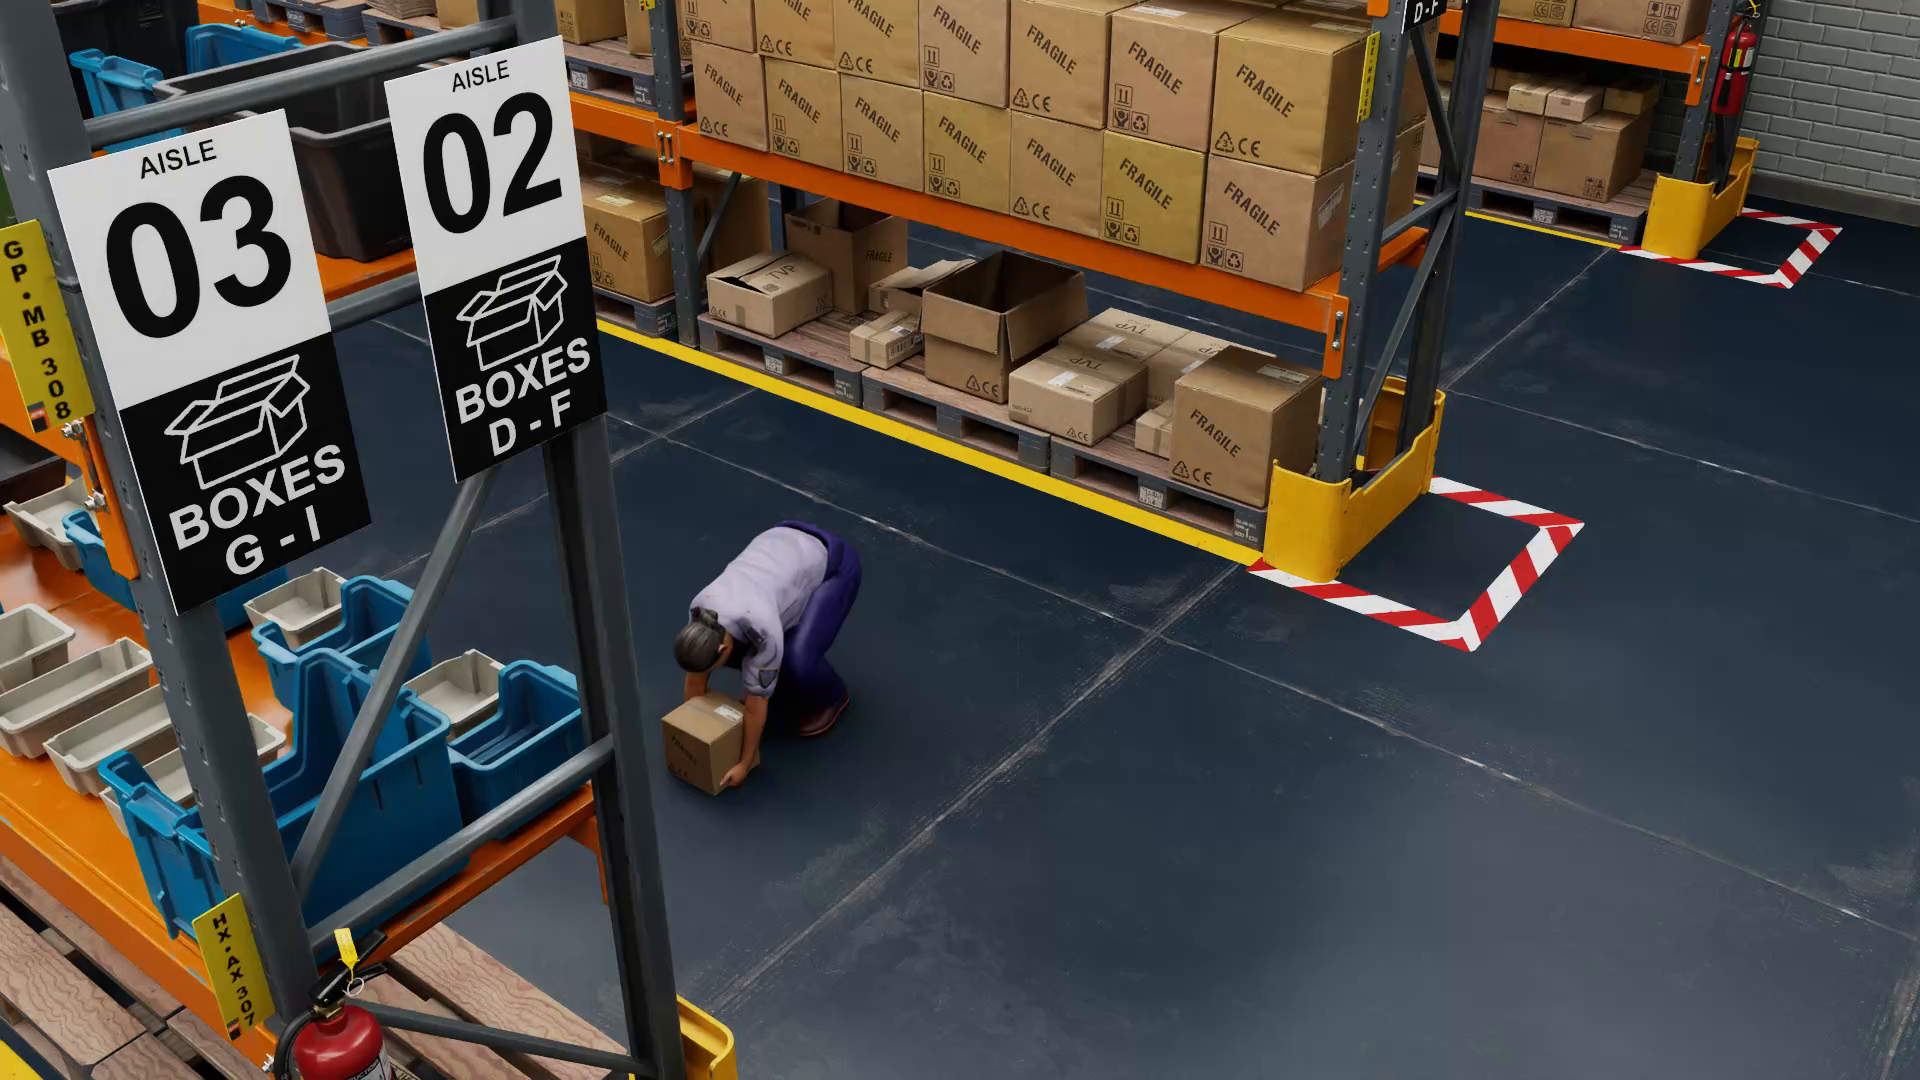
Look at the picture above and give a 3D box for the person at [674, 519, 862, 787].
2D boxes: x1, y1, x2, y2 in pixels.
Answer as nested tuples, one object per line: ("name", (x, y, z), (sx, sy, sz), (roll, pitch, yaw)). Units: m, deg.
("person", (-0.744, 0.408, 6.333), (0.524, 0.783, 0.905), (20, 36, 30))
